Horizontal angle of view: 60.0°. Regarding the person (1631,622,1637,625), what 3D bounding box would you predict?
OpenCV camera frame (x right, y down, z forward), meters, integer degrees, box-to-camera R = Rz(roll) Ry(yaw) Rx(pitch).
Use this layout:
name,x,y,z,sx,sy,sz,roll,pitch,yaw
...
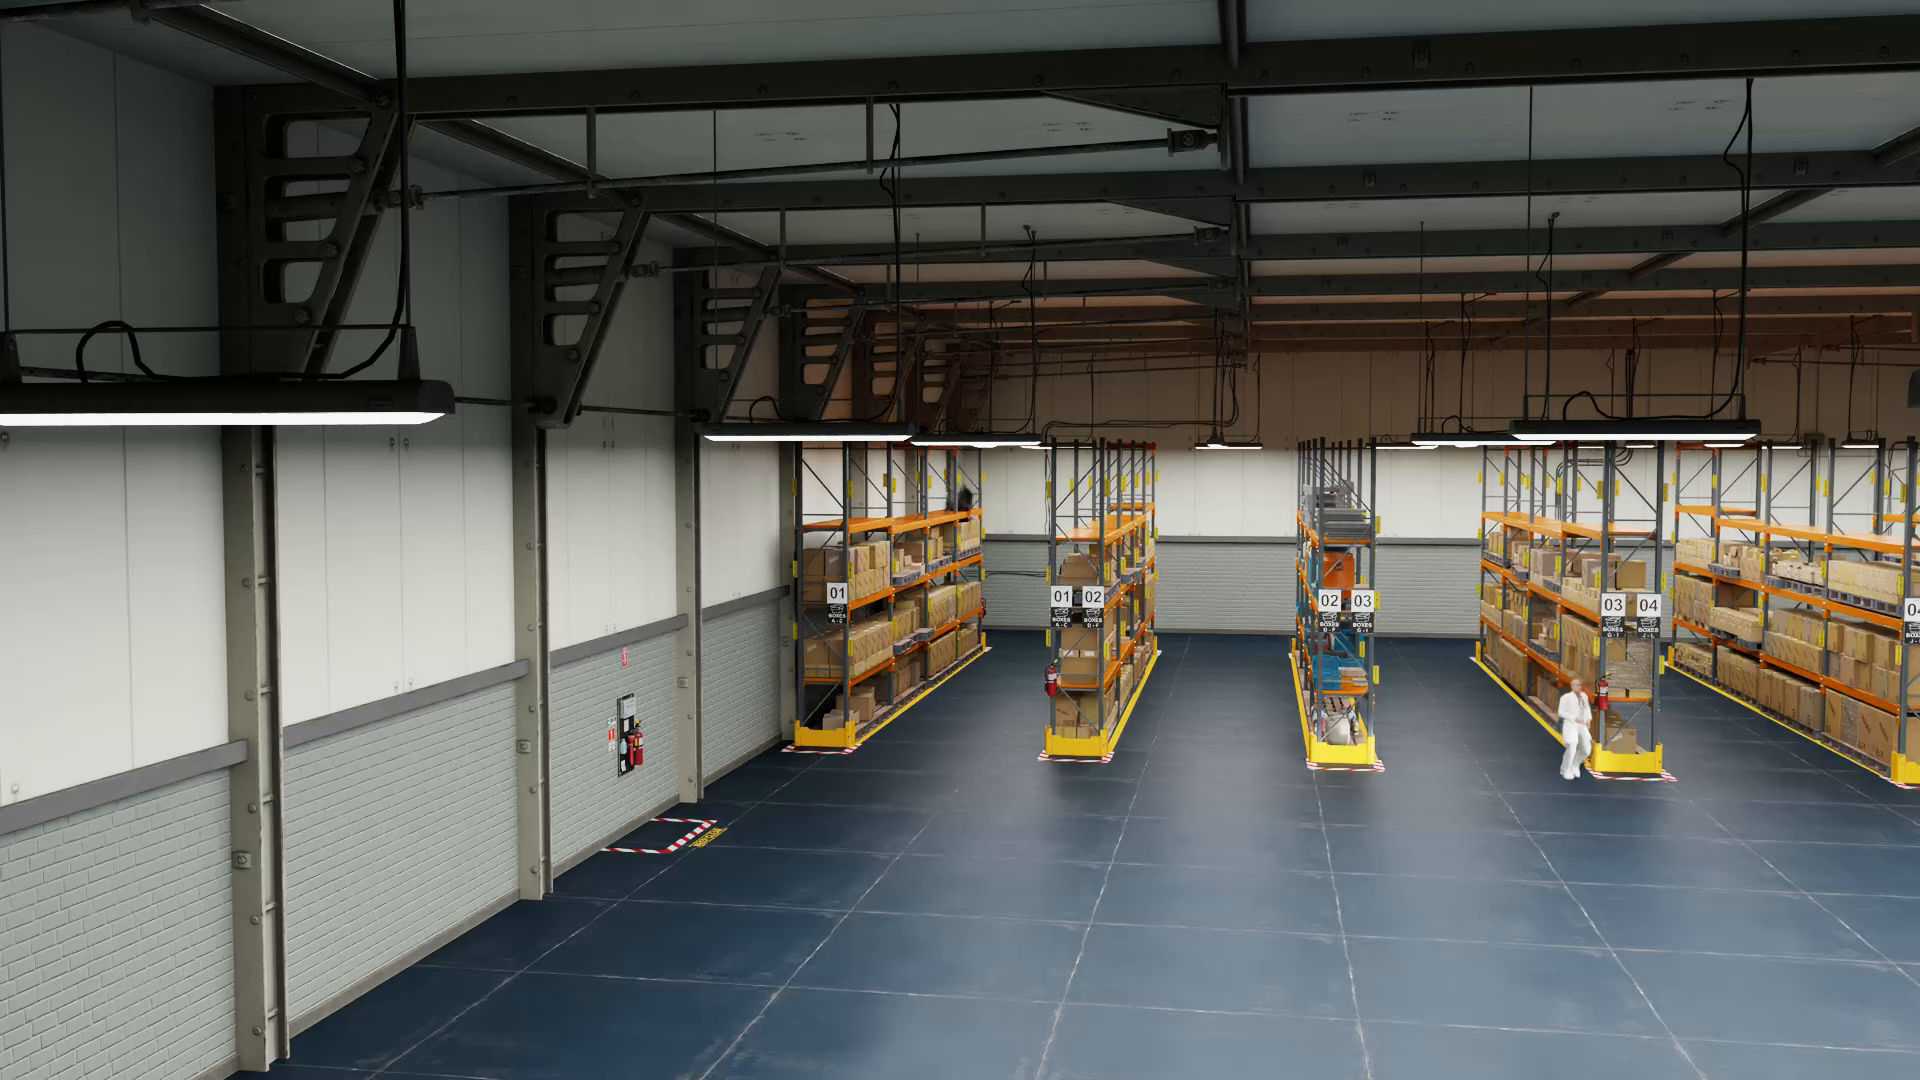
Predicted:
name,x,y,z,sx,sy,sz,roll,pitch,yaw
person,17.747,2.592,43.561,0.494,1.699,0.892,0,3,4

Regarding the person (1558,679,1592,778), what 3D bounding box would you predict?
name,x,y,z,sx,sy,sz,roll,pitch,yaw
person,10.793,3.308,29.074,0.724,1.751,0.690,-1,3,-16
